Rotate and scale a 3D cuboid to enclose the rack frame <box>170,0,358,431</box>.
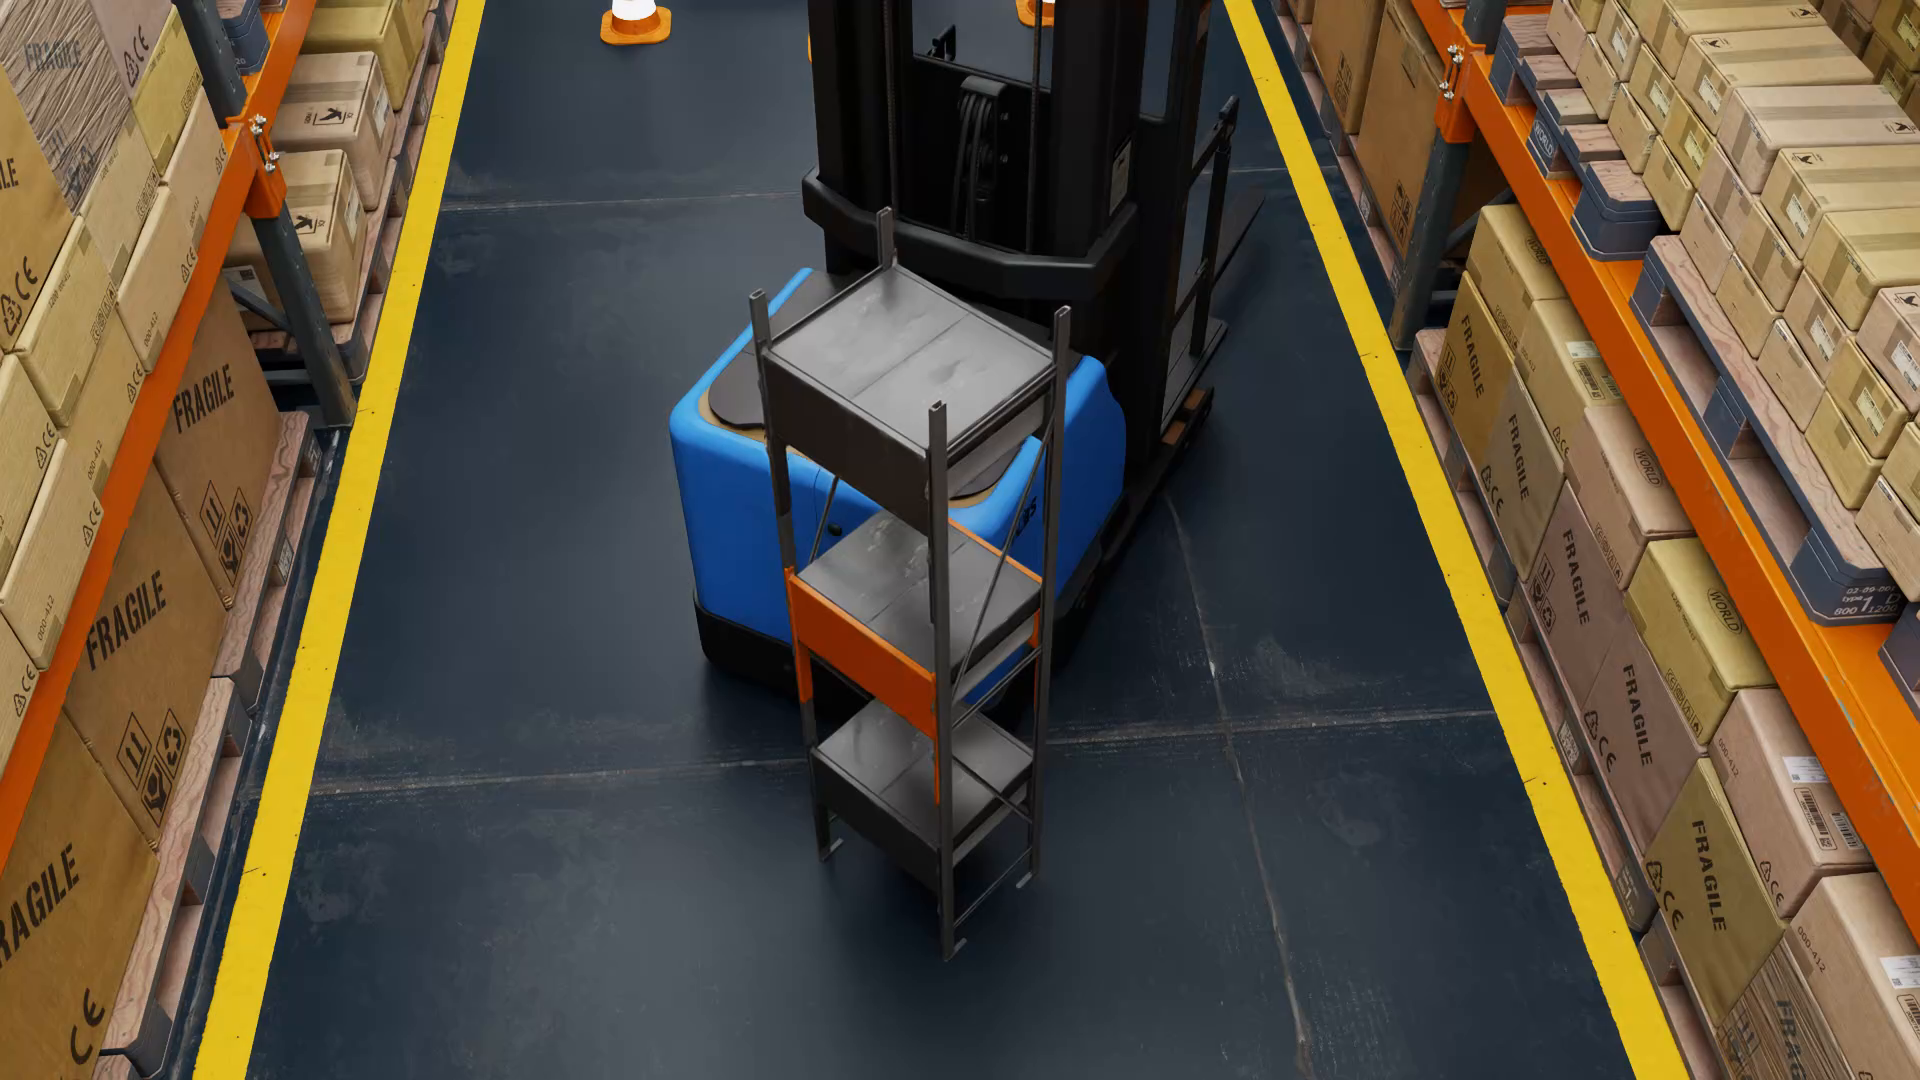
[{"bbox_3d":[-2.745,-1.457,5.064,1.000,3.000,0.127,-3,47,-3],"label":"rack frame"}]

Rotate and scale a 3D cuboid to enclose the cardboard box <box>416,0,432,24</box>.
[{"bbox_3d":[-2.970,-2.692,7.755,0.950,0.372,0.625,-1,47,-1],"label":"cardboard box"}]

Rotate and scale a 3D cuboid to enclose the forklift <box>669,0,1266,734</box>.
[{"bbox_3d":[0.277,-1.413,5.069,1.130,2.935,3.031,20,50,18],"label":"forklift"}]

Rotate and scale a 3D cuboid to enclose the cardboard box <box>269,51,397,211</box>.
[{"bbox_3d":[-2.852,-1.640,6.758,0.950,0.372,0.625,-4,47,-4],"label":"cardboard box"}]

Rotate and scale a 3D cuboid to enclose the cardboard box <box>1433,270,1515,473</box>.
[{"bbox_3d":[1.984,-0.588,5.674,0.500,0.500,0.500,-5,47,-5],"label":"cardboard box"}]

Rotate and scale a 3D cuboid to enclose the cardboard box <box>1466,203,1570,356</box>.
[{"bbox_3d":[1.996,-0.860,5.414,0.500,0.250,0.500,-5,47,-5],"label":"cardboard box"}]

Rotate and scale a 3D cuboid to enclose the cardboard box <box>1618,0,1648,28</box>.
[{"bbox_3d":[2.050,-1.553,4.629,0.380,0.149,0.250,-5,47,-4],"label":"cardboard box"}]

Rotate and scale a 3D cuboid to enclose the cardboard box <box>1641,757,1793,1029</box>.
[{"bbox_3d":[2.158,0.887,4.276,0.500,0.500,0.500,-4,47,-4],"label":"cardboard box"}]

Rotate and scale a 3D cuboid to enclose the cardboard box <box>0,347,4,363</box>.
[{"bbox_3d":[-2.320,-0.380,3.286,0.500,0.500,0.500,-4,47,-4],"label":"cardboard box"}]

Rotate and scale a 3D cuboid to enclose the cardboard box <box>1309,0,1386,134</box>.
[{"bbox_3d":[2.141,-2.280,7.104,1.050,0.750,0.750,-3,47,-3],"label":"cardboard box"}]

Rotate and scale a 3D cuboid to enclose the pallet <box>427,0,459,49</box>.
[{"bbox_3d":[-3.013,-2.829,8.284,1.003,0.211,1.213,-3,47,-3],"label":"pallet"}]

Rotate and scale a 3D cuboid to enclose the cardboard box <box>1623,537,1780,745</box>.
[{"bbox_3d":[2.112,0.243,4.370,0.500,0.250,0.500,-5,47,-5],"label":"cardboard box"}]

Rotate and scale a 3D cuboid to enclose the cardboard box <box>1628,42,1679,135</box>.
[{"bbox_3d":[2.070,-1.240,4.538,0.380,0.149,0.250,-5,47,-5],"label":"cardboard box"}]

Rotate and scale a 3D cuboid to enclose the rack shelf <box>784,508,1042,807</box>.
[{"bbox_3d":[-0.096,0.247,4.081,0.480,0.518,0.431,33,56,27],"label":"rack shelf"}]

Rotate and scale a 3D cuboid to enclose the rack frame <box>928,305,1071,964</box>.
[{"bbox_3d":[0.085,0.358,3.960,0.015,2.100,0.400,33,56,27],"label":"rack frame"}]

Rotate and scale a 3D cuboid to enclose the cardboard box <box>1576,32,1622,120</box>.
[{"bbox_3d":[2.038,-1.359,4.855,0.380,0.149,0.250,-1,47,-1],"label":"cardboard box"}]

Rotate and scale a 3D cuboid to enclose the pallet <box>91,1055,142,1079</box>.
[{"bbox_3d":[-2.550,1.842,3.860,1.003,0.211,1.213,-3,47,-3],"label":"pallet"}]

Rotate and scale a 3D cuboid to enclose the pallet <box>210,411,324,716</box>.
[{"bbox_3d":[-2.754,0.077,5.532,1.003,0.211,1.213,-3,47,-3],"label":"pallet"}]

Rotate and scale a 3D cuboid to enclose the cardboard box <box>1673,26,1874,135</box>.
[{"bbox_3d":[2.088,-1.184,4.279,0.380,0.149,0.250,-5,47,-5],"label":"cardboard box"}]

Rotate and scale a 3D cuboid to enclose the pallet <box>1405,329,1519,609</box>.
[{"bbox_3d":[2.243,-0.307,5.895,1.003,0.211,1.213,-3,47,-3],"label":"pallet"}]

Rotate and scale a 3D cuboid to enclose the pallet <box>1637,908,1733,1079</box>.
[{"bbox_3d":[2.447,1.459,4.223,1.003,0.211,1.213,-3,47,-3],"label":"pallet"}]

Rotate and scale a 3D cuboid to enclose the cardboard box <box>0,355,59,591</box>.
[{"bbox_3d":[-2.298,-0.127,3.563,0.500,0.250,0.500,-5,47,-4],"label":"cardboard box"}]

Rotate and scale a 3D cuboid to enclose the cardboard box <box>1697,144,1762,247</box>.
[{"bbox_3d":[2.111,-0.877,4.194,0.380,0.149,0.250,-3,47,-3],"label":"cardboard box"}]

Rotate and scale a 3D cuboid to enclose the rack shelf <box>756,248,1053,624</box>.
[{"bbox_3d":[-0.099,-0.226,3.565,0.480,0.518,0.431,33,56,27],"label":"rack shelf"}]

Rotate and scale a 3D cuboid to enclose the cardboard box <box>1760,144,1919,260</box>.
[{"bbox_3d":[2.136,-0.796,3.912,0.380,0.149,0.250,-2,47,-2],"label":"cardboard box"}]

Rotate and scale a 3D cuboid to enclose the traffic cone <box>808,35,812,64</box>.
[{"bbox_3d":[-0.560,-2.517,7.816,0.336,0.463,0.334,-3,47,-3],"label":"traffic cone"}]

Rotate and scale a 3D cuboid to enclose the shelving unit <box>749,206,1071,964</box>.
[{"bbox_3d":[-0.096,0.238,4.071,0.503,2.100,0.431,33,56,27],"label":"shelving unit"}]

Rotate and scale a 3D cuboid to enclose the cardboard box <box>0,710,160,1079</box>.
[{"bbox_3d":[-2.625,0.927,3.981,0.875,0.875,0.875,-2,47,-2],"label":"cardboard box"}]

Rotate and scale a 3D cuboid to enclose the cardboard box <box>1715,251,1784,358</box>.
[{"bbox_3d":[2.128,-0.594,4.130,0.380,0.149,0.250,-3,47,-3],"label":"cardboard box"}]

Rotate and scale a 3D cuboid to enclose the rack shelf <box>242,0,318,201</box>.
[{"bbox_3d":[-2.913,-2.657,6.695,1.077,0.370,4.000,-3,47,-3],"label":"rack shelf"}]

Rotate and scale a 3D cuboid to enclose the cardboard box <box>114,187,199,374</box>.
[{"bbox_3d":[-2.386,-0.686,4.438,0.500,0.250,0.500,-3,47,-3],"label":"cardboard box"}]

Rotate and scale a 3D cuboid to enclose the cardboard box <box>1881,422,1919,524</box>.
[{"bbox_3d":[2.195,-0.129,3.485,0.380,0.149,0.250,-6,47,-5],"label":"cardboard box"}]

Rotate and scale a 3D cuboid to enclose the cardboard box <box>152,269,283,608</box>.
[{"bbox_3d":[-2.770,-0.366,5.205,0.875,0.875,0.875,-4,47,-4],"label":"cardboard box"}]

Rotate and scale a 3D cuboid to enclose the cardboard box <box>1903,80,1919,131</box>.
[{"bbox_3d":[2.743,-1.097,4.402,0.380,0.149,0.250,-3,47,-3],"label":"cardboard box"}]

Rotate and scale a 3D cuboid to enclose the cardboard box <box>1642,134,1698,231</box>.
[{"bbox_3d":[2.085,-0.968,4.485,0.380,0.149,0.250,-2,47,-1],"label":"cardboard box"}]

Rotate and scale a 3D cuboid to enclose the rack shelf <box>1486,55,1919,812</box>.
[{"bbox_3d":[2.347,-0.204,4.238,0.919,0.124,3.809,-3,47,-3],"label":"rack shelf"}]

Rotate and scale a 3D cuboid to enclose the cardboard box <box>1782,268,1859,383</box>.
[{"bbox_3d":[2.155,-0.503,3.839,0.380,0.149,0.250,-2,47,-2],"label":"cardboard box"}]

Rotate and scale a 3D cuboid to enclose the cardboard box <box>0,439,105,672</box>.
[{"bbox_3d":[-2.289,0.046,3.744,0.500,0.250,0.500,-4,47,-4],"label":"cardboard box"}]

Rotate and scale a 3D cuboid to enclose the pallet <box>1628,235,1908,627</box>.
[{"bbox_3d":[2.386,-0.335,4.134,1.003,0.211,1.213,-3,47,-3],"label":"pallet"}]

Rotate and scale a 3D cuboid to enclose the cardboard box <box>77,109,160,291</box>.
[{"bbox_3d":[-2.405,-0.871,4.268,0.500,0.250,0.500,-5,47,-4],"label":"cardboard box"}]

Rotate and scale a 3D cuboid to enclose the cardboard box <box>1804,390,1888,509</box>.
[{"bbox_3d":[2.171,-0.212,3.769,0.380,0.149,0.250,-2,47,-2],"label":"cardboard box"}]

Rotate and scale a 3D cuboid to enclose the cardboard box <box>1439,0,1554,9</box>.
[{"bbox_3d":[1.874,-2.175,5.675,0.500,0.500,0.500,-3,47,-3],"label":"cardboard box"}]

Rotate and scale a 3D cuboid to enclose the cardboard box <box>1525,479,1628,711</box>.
[{"bbox_3d":[2.077,0.146,4.978,0.500,0.500,0.500,-5,47,-4],"label":"cardboard box"}]

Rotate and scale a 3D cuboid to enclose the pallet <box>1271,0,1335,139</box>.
[{"bbox_3d":[2.089,-2.328,7.809,1.003,0.211,1.213,-3,47,-3],"label":"pallet"}]

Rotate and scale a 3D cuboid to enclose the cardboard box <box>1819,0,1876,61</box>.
[{"bbox_3d":[2.698,-1.468,4.754,0.380,0.149,0.250,-2,47,-2],"label":"cardboard box"}]

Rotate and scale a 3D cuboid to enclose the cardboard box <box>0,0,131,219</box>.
[{"bbox_3d":[-2.390,-1.106,3.974,0.500,0.500,0.500,-3,47,-3],"label":"cardboard box"}]

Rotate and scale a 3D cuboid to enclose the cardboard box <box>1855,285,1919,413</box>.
[{"bbox_3d":[2.178,-0.421,3.557,0.380,0.149,0.250,-5,47,-5],"label":"cardboard box"}]

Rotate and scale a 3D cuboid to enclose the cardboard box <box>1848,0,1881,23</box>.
[{"bbox_3d":[2.696,-1.585,4.659,0.380,0.149,0.250,-4,47,-4],"label":"cardboard box"}]
